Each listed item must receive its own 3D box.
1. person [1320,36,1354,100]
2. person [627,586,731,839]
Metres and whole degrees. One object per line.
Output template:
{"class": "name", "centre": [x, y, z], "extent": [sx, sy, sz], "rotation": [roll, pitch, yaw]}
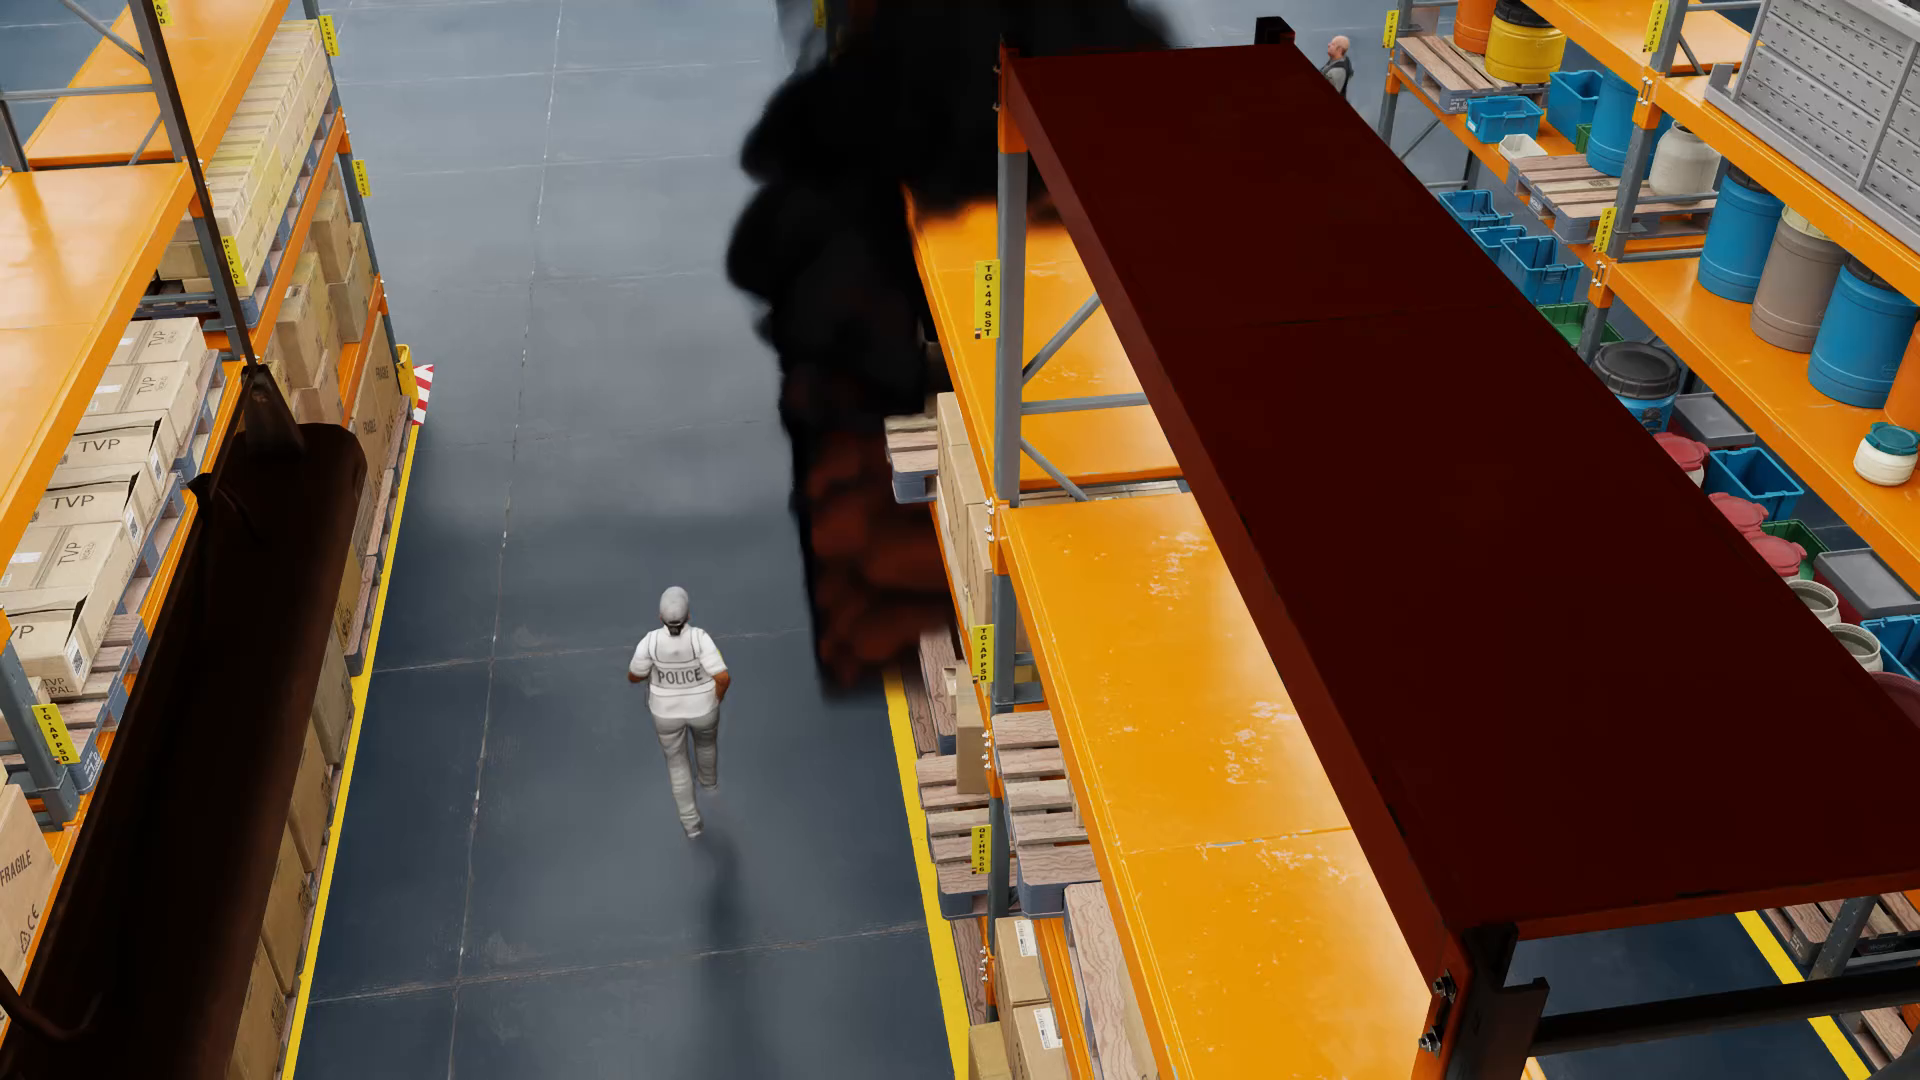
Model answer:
{"class": "person", "centre": [4.067, -4.819, 18.591], "extent": [0.571, 1.678, 0.643], "rotation": [6, 37, 8]}
{"class": "person", "centre": [-1.683, 1.064, 10.124], "extent": [0.597, 1.738, 0.729], "rotation": [-8, 37, -11]}
